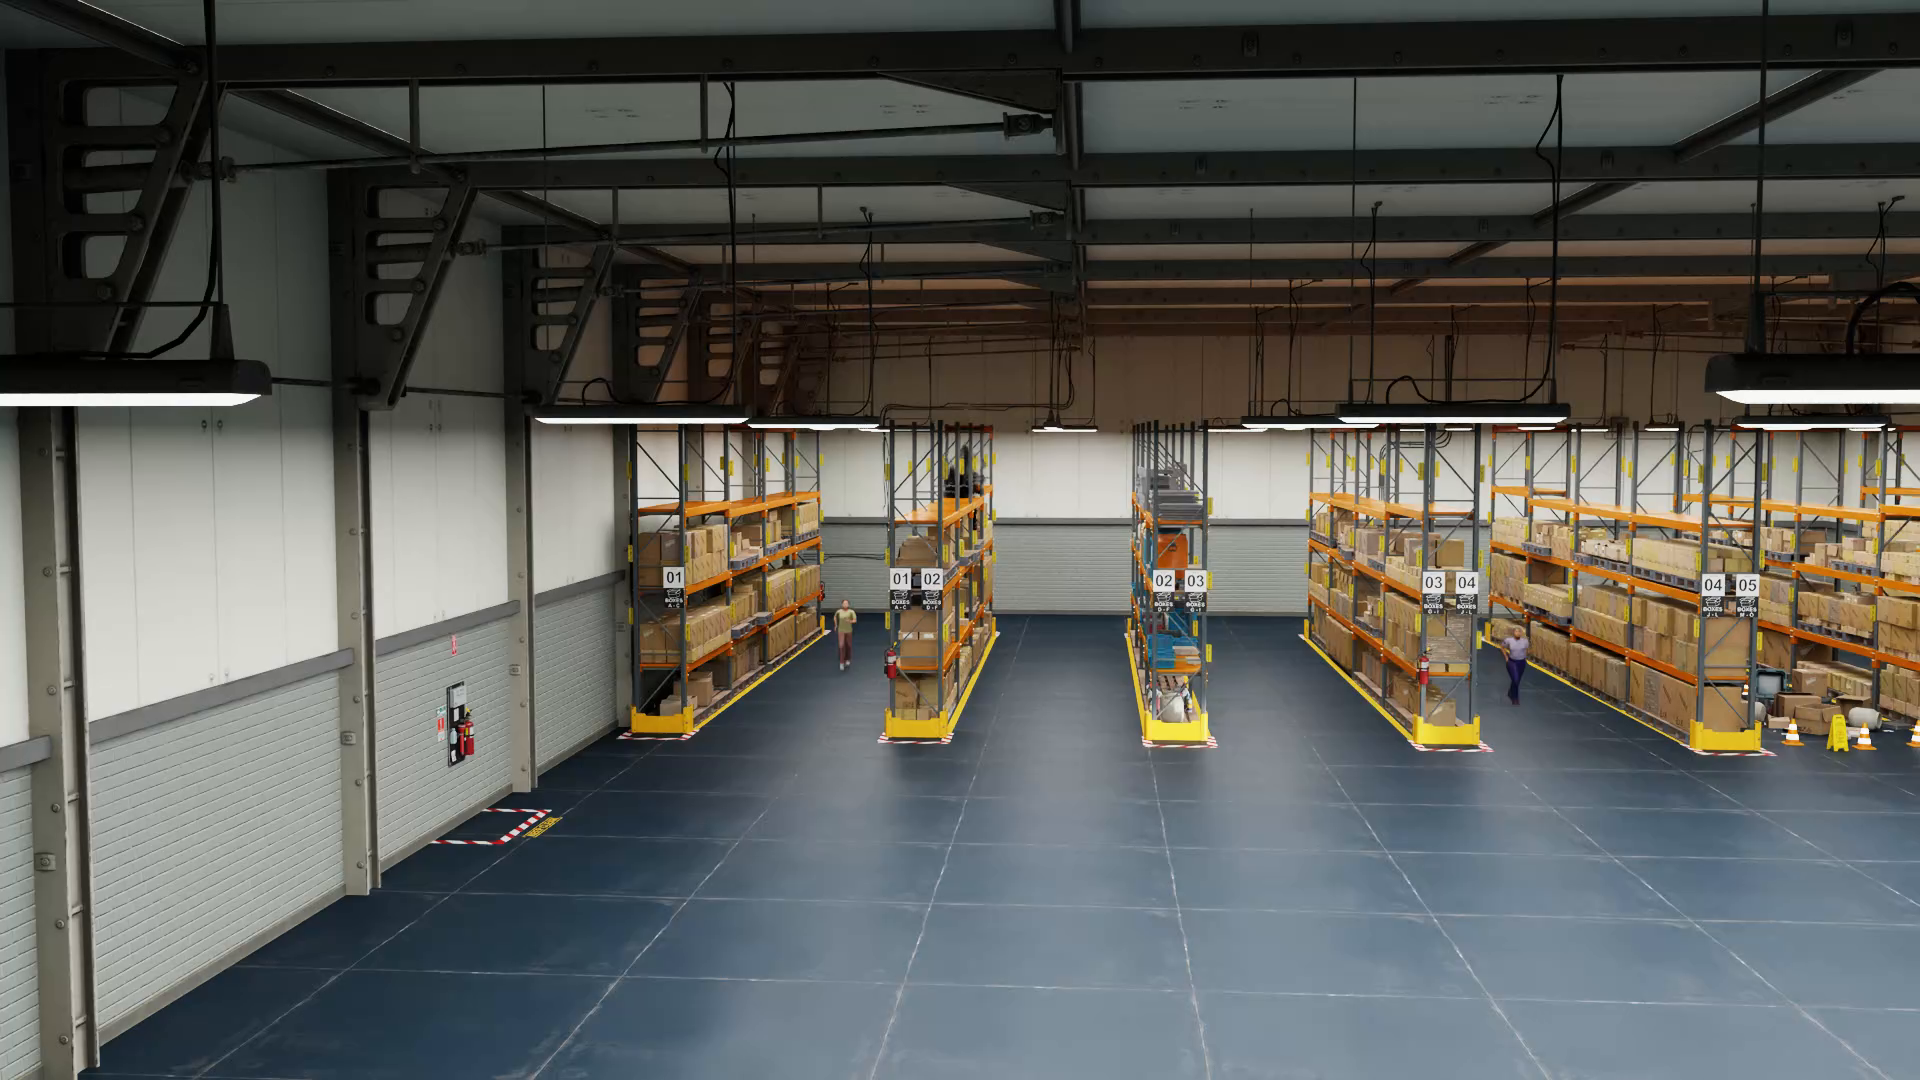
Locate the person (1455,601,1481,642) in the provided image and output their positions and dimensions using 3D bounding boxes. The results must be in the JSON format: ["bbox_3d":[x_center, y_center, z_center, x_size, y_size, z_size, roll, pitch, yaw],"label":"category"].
[{"bbox_3d":[13.144,2.109,43.173,0.720,1.710,0.780,1,4,15],"label":"person"}]

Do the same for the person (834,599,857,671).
[{"bbox_3d":[-2.806,2.295,40.764,0.554,1.709,0.840,0,4,-4],"label":"person"}]

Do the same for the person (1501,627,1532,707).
[{"bbox_3d":[11.812,2.686,35.273,0.576,1.715,0.764,0,4,-4],"label":"person"}]
